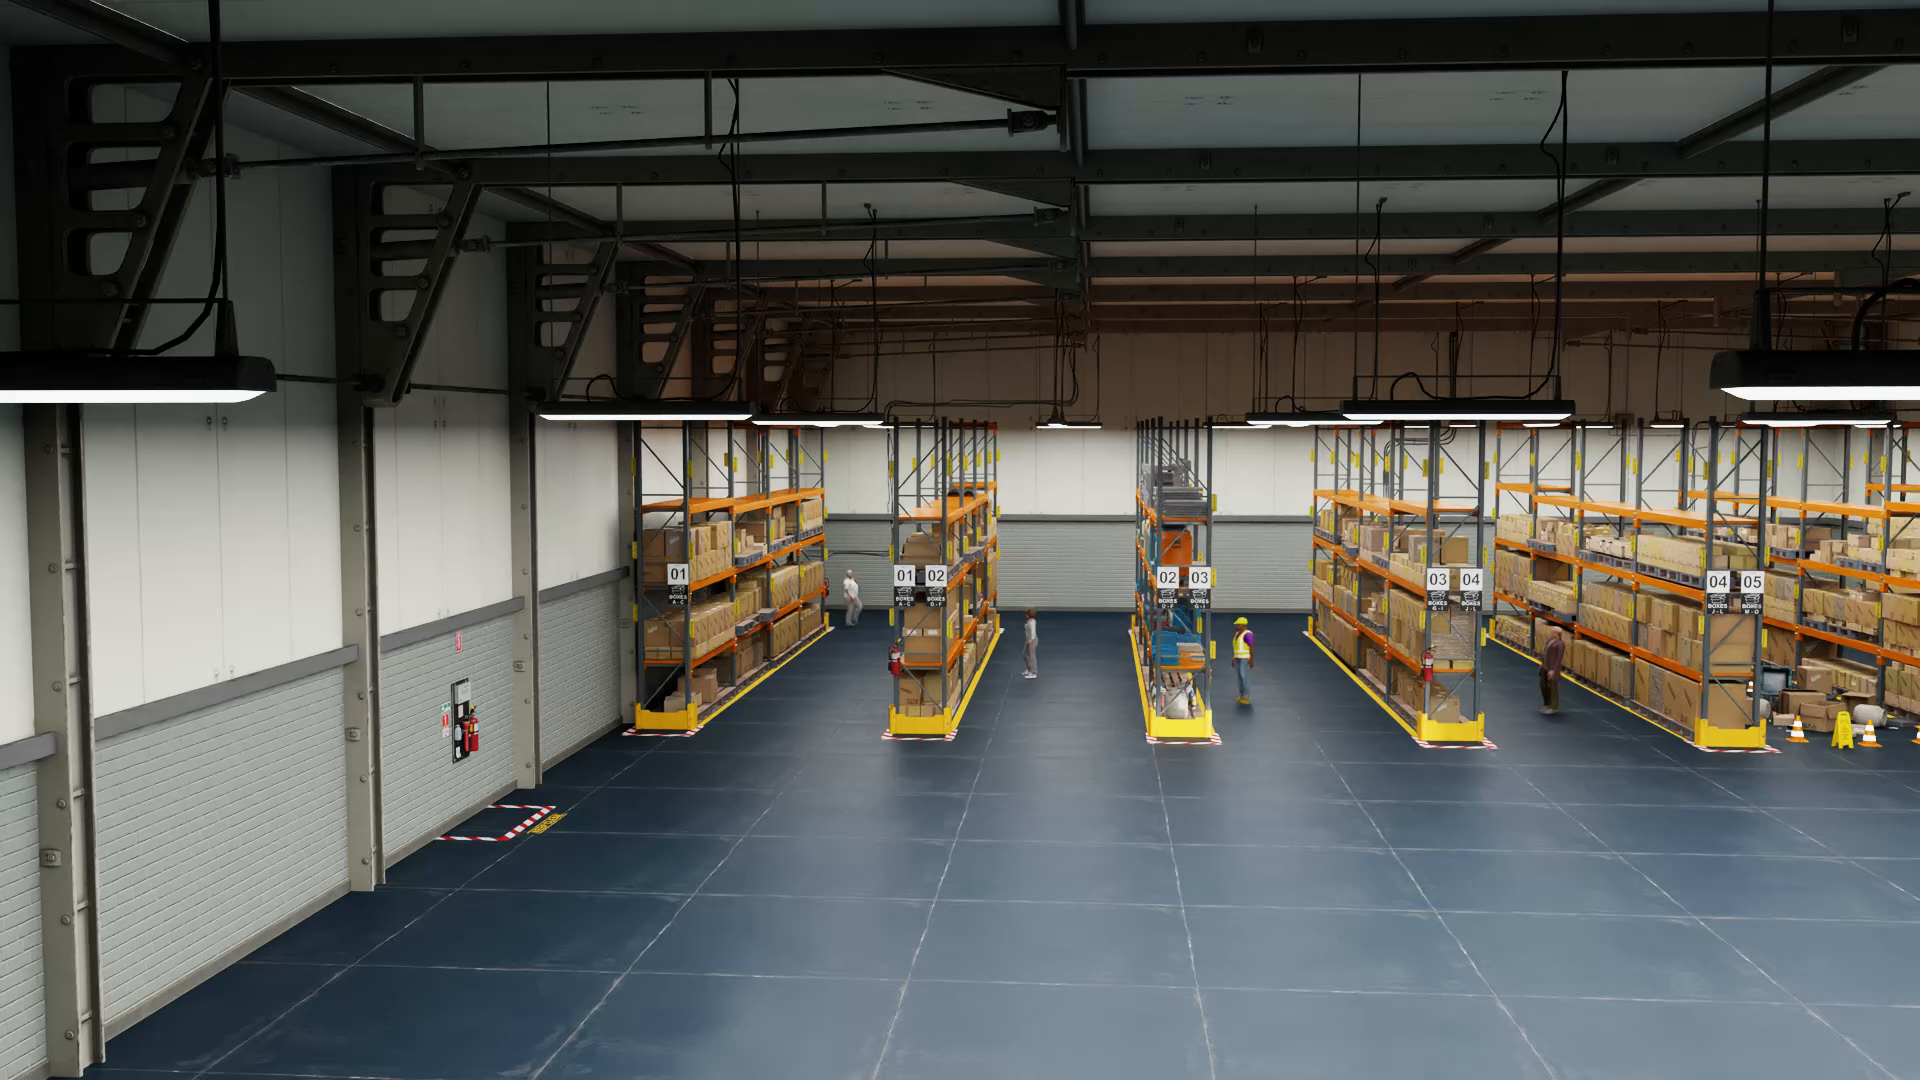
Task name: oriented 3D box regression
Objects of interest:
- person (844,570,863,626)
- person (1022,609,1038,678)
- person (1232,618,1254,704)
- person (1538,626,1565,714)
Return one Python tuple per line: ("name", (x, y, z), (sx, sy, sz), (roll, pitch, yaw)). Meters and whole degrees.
("person", (-3.140, 1.715, 48.819), (0.490, 1.672, 0.590), (2, 4, 24))
("person", (1.630, 2.389, 38.604), (0.372, 1.601, 0.476), (-1, 4, -8))
("person", (5.961, 2.540, 35.225), (0.441, 1.780, 0.677), (-1, 4, -21))
("person", (11.996, 2.643, 33.811), (0.463, 1.807, 0.679), (-1, 4, -14))
